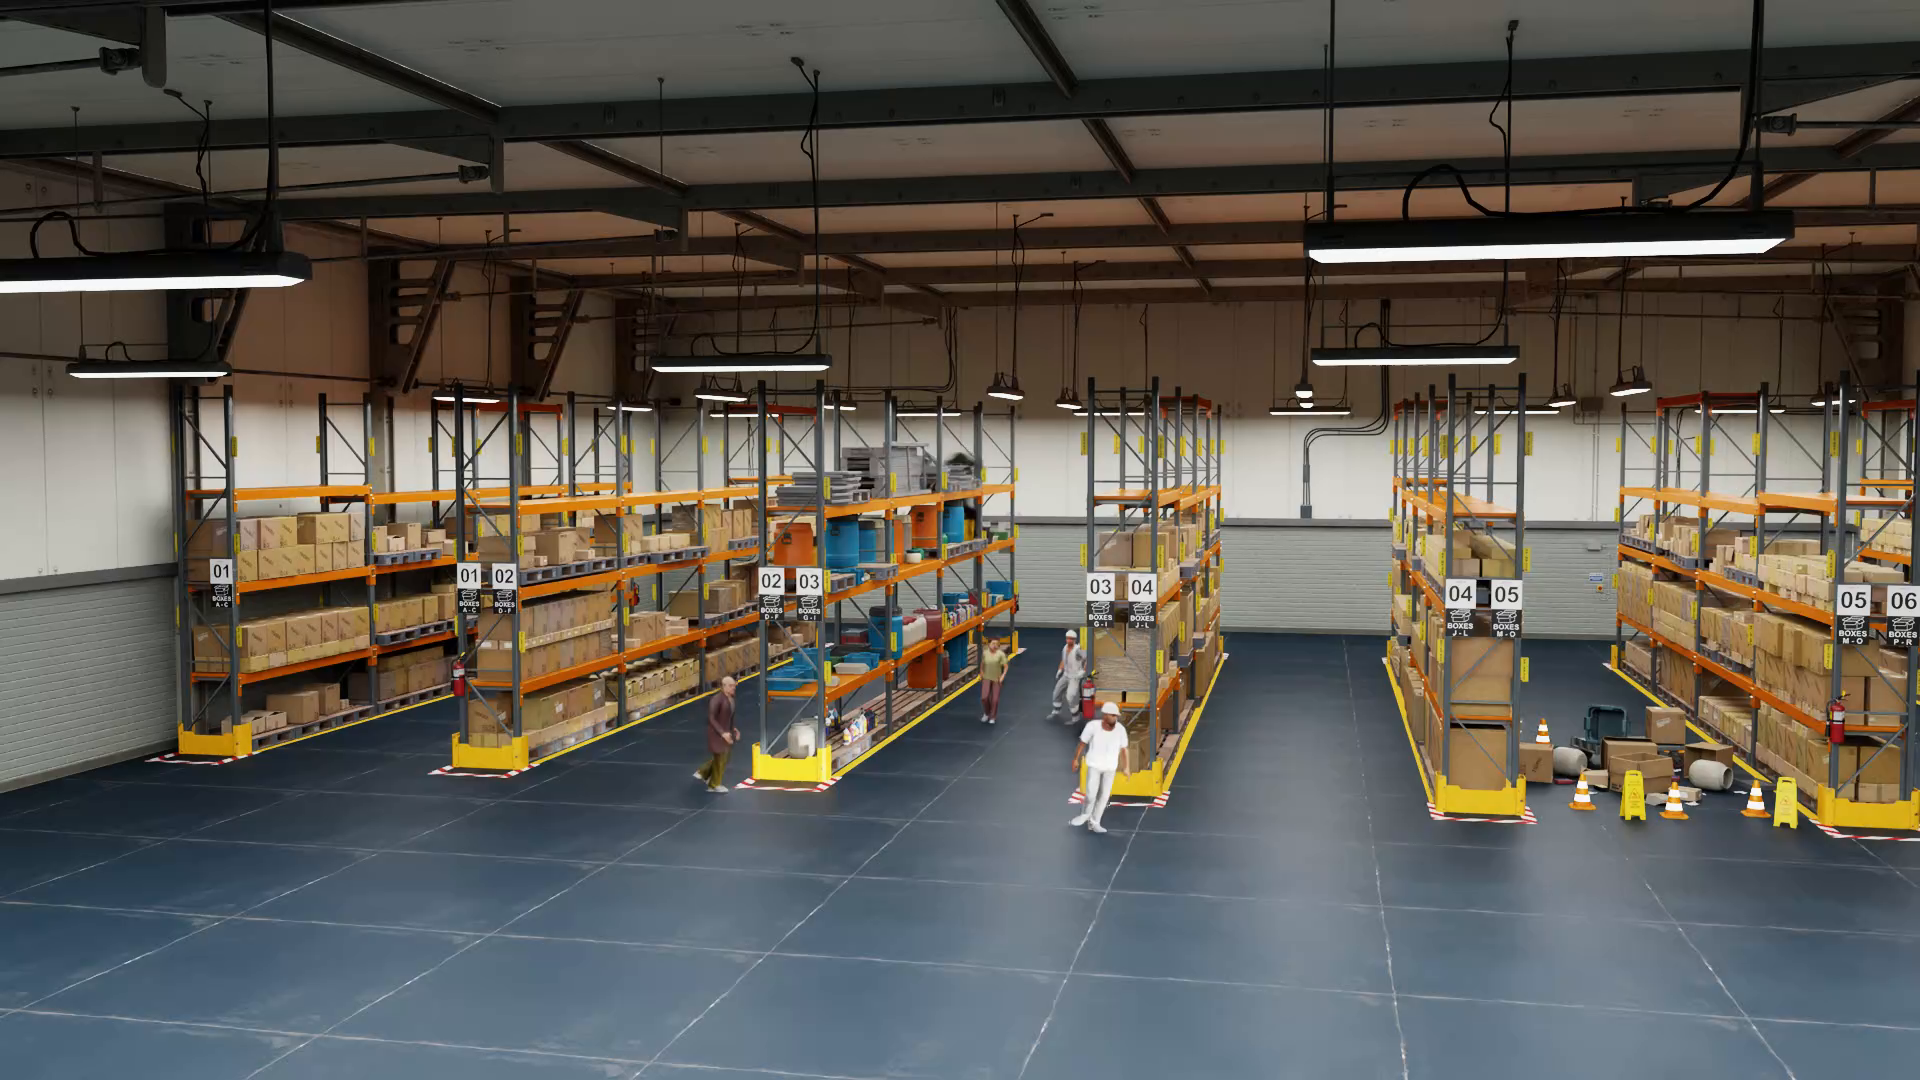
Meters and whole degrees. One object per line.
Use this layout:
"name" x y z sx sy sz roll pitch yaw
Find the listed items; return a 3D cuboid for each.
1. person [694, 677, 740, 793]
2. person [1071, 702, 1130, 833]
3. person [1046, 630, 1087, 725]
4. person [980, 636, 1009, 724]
"person" -3.544 2.803 24.003 0.780 1.707 0.689 1 3 20
"person" 1.826 2.938 21.517 0.710 1.731 0.604 -1 3 -14
"person" 1.938 2.470 30.078 0.456 1.714 0.973 -3 4 -38
"person" 0.597 2.515 29.765 0.562 1.613 0.724 0 3 7
